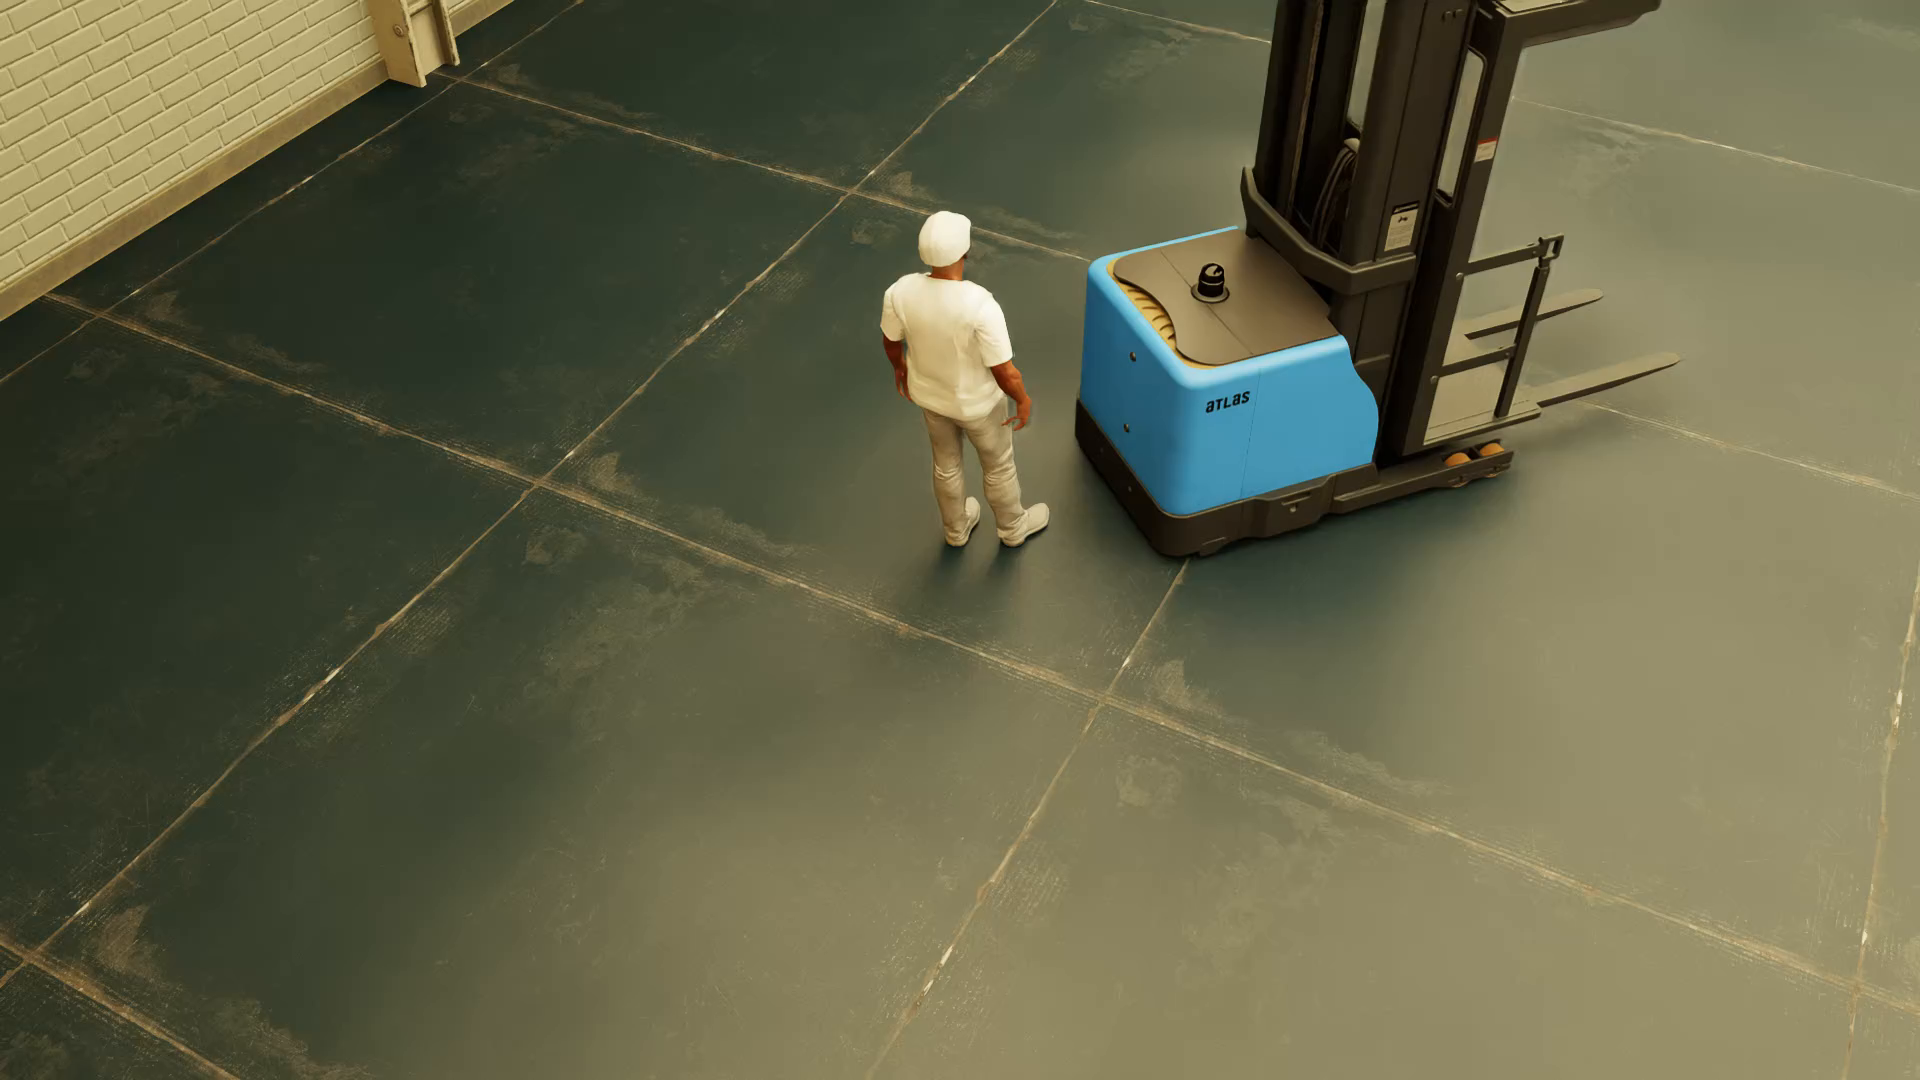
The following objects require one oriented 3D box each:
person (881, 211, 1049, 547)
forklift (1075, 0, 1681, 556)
[{"bbox_3d":[0.026,-0.694,7.234,0.668,1.765,0.572,20,47,20],"label":"person"},{"bbox_3d":[2.136,-1.642,7.397,3.031,2.935,1.130,-16,46,-16],"label":"forklift"}]
